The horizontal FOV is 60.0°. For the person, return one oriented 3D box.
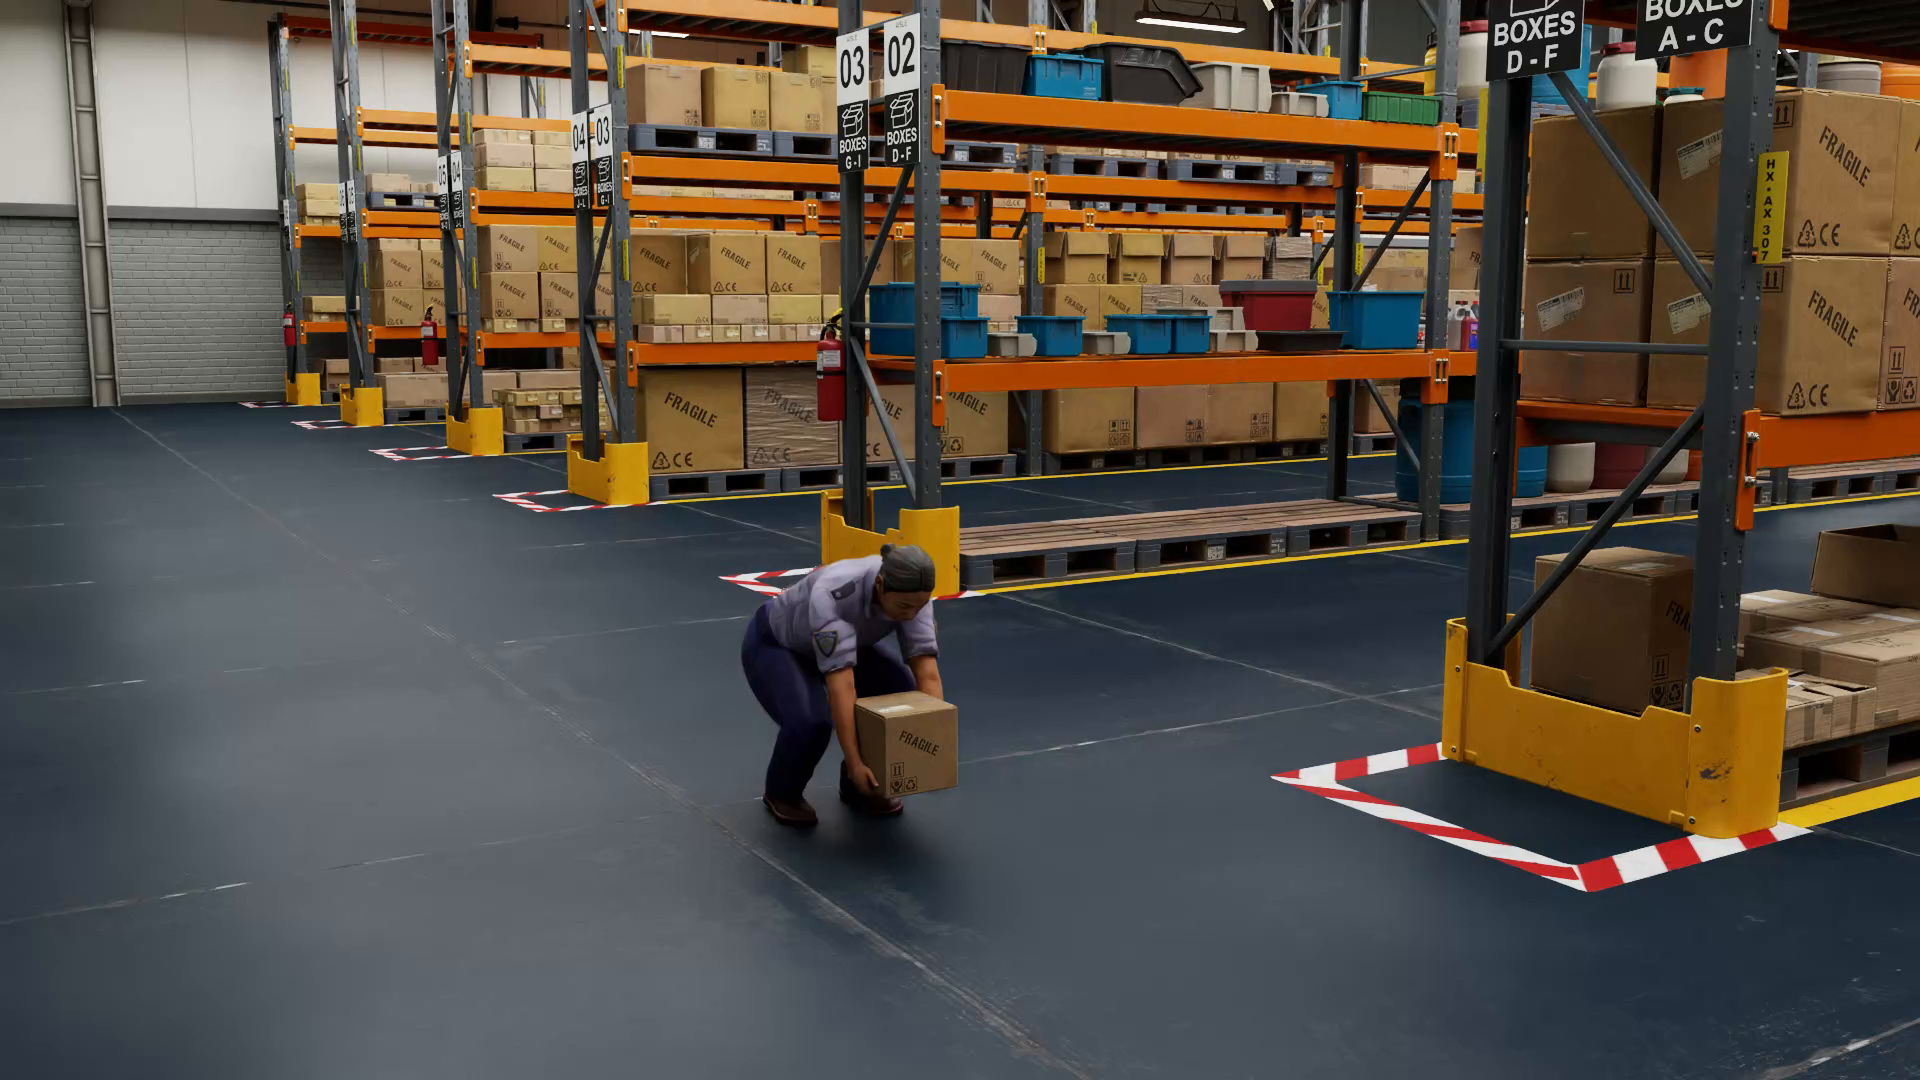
[{"bbox_3d":[-0.364,0.444,5.328,0.501,0.939,0.857,-5,10,-32],"label":"person"}]
